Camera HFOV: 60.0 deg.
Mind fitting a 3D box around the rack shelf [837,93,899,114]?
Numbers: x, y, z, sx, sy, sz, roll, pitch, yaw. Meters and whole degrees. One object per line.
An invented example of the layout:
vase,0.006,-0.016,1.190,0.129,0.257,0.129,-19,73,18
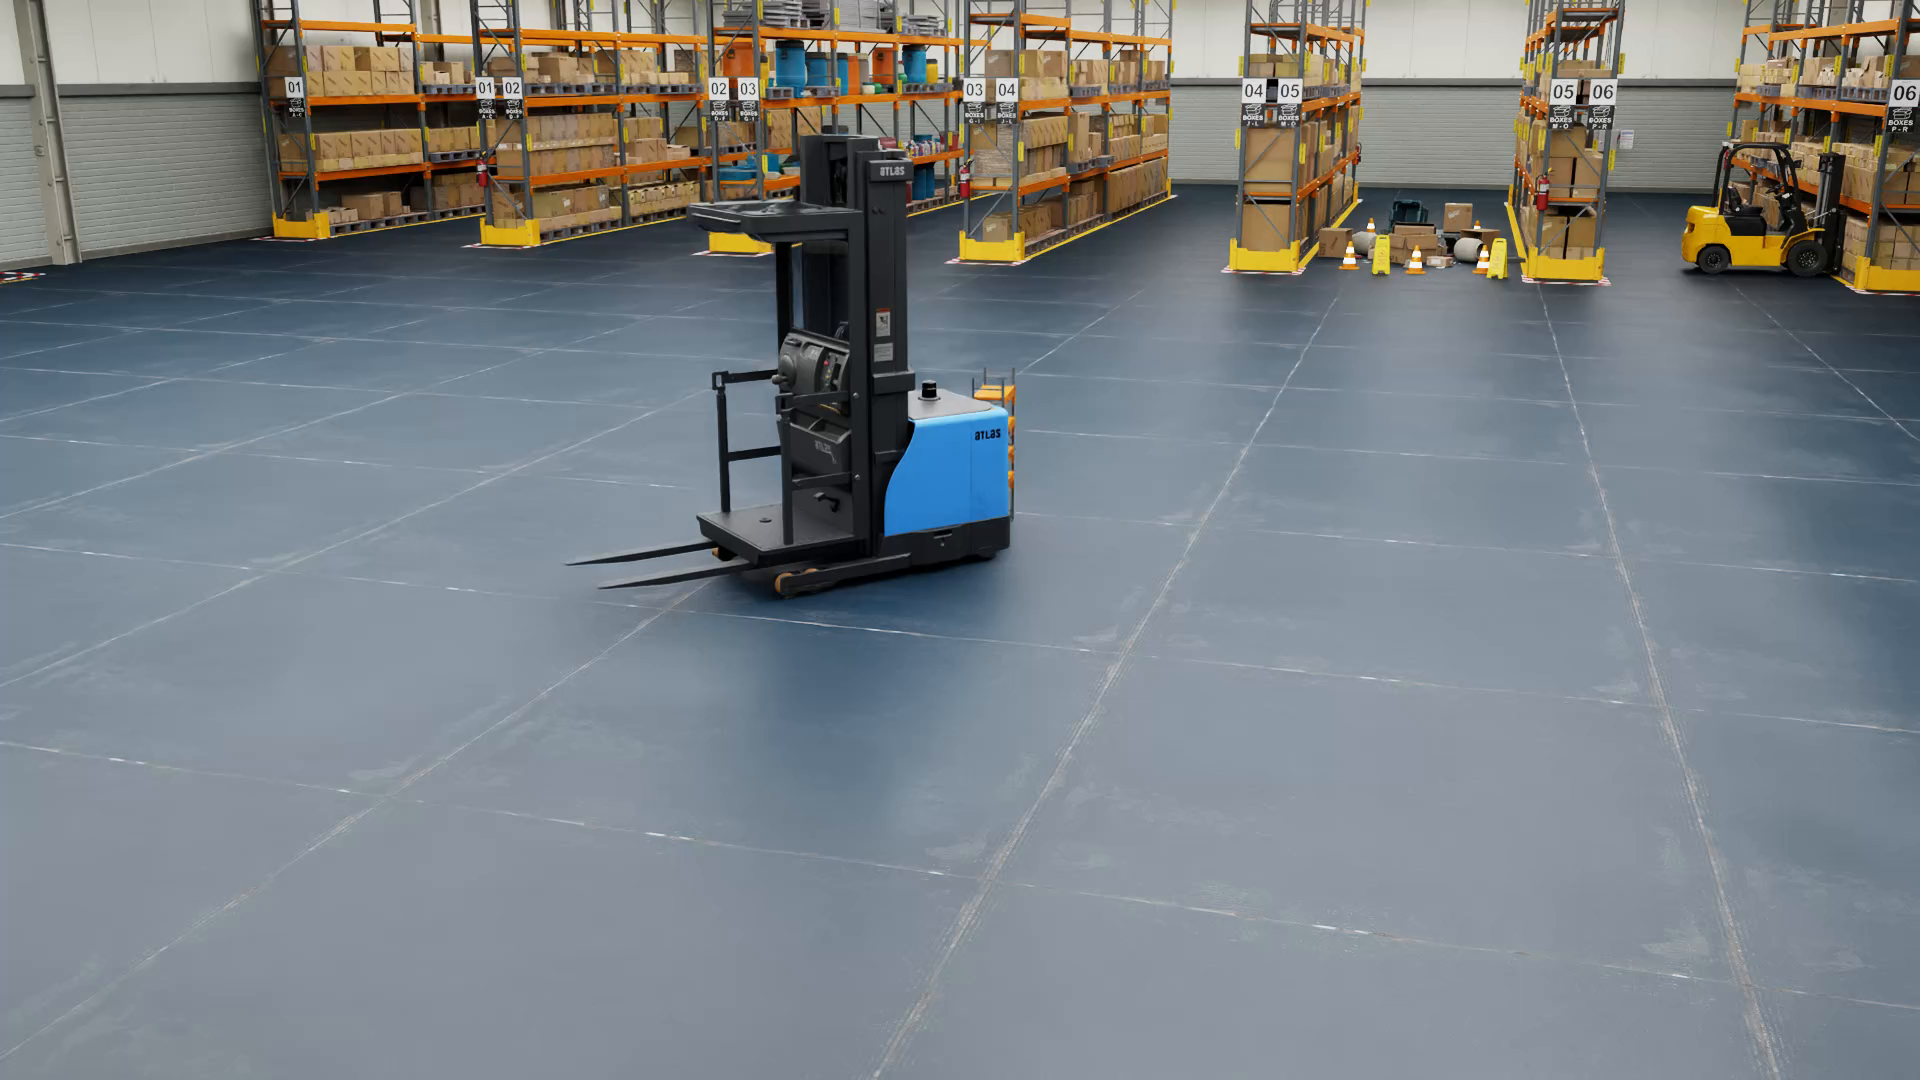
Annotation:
rack shelf,-2.480,-9.624,36.585,1.077,0.370,4.000,5,16,16

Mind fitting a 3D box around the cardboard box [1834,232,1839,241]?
cardboard box,15.089,-5.090,28.131,0.500,0.250,0.500,5,16,16

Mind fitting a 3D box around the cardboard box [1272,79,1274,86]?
cardboard box,5.350,-8.114,29.451,0.380,0.149,0.250,4,16,15

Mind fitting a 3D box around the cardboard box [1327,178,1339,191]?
cardboard box,8.289,-8.038,37.609,0.500,0.250,0.500,5,17,16

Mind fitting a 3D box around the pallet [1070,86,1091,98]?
pallet,1.978,-9.126,33.853,1.213,0.211,1.003,5,16,16

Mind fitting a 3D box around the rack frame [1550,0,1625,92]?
rack frame,10.065,-8.691,26.479,1.000,3.000,0.127,5,16,16

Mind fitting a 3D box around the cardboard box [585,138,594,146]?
cardboard box,-7.959,-8.395,35.059,0.380,0.149,0.250,5,16,16

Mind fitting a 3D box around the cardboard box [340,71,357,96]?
cardboard box,-13.018,-9.568,34.850,0.500,0.500,0.500,5,17,18

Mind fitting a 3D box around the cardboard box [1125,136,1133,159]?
cardboard box,3.814,-9.351,39.618,0.500,0.500,0.500,4,16,15

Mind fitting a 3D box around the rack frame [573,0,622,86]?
rack frame,-7.796,-11.275,35.590,1.000,3.000,0.127,5,16,16

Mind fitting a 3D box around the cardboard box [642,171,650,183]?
cardboard box,-9.382,-10.589,47.977,0.700,0.500,0.500,5,16,16

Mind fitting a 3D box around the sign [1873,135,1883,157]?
sign,14.309,-6.138,25.915,0.100,0.325,0.005,5,16,16

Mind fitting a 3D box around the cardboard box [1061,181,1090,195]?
cardboard box,2.535,-7.719,36.447,0.500,0.250,0.500,7,17,22

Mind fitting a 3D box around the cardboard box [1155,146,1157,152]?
cardboard box,4.891,-10.120,42.971,0.380,0.149,0.250,5,17,17

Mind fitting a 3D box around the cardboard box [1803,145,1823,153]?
cardboard box,16.369,-7.475,31.814,0.380,0.149,0.250,5,17,17

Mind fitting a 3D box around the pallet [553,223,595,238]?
pallet,-8.407,-6.523,34.938,1.003,0.211,1.213,5,16,16

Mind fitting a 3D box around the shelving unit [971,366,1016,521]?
shelving unit,0.250,-0.664,12.471,0.258,1.200,0.503,3,16,10

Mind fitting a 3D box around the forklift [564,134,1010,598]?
forklift,-1.164,-1.191,11.157,3.031,2.935,1.130,-10,19,-31

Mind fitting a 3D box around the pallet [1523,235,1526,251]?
pallet,11.422,-5.714,32.086,1.003,0.211,1.213,5,16,16

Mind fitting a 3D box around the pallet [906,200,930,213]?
pallet,-1.379,-8.237,40.981,1.003,0.211,1.213,5,16,16

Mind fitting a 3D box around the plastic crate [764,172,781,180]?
plastic crate,-3.622,-7.040,32.135,0.298,0.136,0.250,5,16,16

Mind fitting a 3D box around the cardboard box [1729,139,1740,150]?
cardboard box,18.985,-9.580,40.337,0.500,0.250,0.500,5,17,16

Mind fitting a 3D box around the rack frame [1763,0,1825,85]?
rack frame,18.236,-11.447,36.194,1.000,3.000,0.127,5,16,16

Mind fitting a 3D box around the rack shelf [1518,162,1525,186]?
rack shelf,12.907,-8.075,36.620,1.077,0.370,4.000,5,16,16

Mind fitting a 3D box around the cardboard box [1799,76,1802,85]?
cardboard box,16.709,-9.027,32.636,0.380,0.166,0.250,5,16,16

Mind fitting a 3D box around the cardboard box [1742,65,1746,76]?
cardboard box,18.843,-11.133,39.400,0.500,0.250,0.500,5,16,15

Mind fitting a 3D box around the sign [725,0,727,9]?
sign,-6.038,-13.902,42.996,0.100,0.325,0.005,5,16,16

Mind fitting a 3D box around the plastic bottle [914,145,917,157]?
plastic bottle,-1.091,-9.407,40.234,0.097,0.271,0.097,0,16,0

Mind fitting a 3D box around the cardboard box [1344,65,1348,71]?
cardboard box,9.016,-11.162,39.317,0.380,0.149,0.250,4,16,15

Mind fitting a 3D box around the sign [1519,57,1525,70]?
sign,14.082,-11.937,41.674,0.100,0.325,0.005,5,16,16

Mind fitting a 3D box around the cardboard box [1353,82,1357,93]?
cardboard box,9.386,-11.040,40.532,0.500,0.250,0.500,5,17,18

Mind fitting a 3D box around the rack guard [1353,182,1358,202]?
rack guard,9.816,-9.126,43.587,1.175,0.500,0.348,5,16,16

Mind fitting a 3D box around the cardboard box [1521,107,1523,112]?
cardboard box,13.998,-10.557,40.848,0.380,0.149,0.250,4,16,14

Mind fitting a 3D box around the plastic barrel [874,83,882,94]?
plastic barrel,-1.932,-10.350,38.111,0.294,0.245,0.294,0,16,0

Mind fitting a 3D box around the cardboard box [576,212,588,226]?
cardboard box,-8.139,-6.737,34.854,0.500,0.250,0.500,5,16,16

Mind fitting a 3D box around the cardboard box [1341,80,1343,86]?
cardboard box,8.117,-10.007,36.431,0.500,0.500,0.500,5,16,16

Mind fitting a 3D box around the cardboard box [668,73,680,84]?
cardboard box,-6.866,-10.747,38.730,0.500,0.250,0.500,5,17,17

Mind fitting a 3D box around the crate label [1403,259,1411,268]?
crate label,7.954,-4.848,29.170,0.250,0.136,0.298,-4,16,-13

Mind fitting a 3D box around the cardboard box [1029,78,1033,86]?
cardboard box,1.130,-8.392,30.466,0.380,0.149,0.250,5,17,18

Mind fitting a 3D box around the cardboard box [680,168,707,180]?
cardboard box,-6.607,-9.083,41.257,0.500,0.250,0.500,5,17,18

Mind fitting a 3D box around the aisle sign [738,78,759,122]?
aisle sign,-3.924,-8.167,30.860,0.394,0.787,0.004,5,16,16

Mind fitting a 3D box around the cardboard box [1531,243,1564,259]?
cardboard box,10.044,-4.923,28.457,0.500,0.250,0.500,5,16,16

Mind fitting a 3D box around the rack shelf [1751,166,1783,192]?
rack shelf,17.667,-7.691,35.266,1.077,0.370,4.000,5,16,16

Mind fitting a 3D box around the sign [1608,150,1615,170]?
sign,10.586,-6.179,27.032,0.100,0.325,0.005,5,16,16

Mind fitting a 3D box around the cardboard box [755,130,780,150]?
cardboard box,-5.117,-10.642,44.170,0.500,0.500,0.500,5,17,17

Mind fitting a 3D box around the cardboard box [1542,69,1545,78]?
cardboard box,10.570,-8.295,29.578,0.380,0.149,0.250,4,16,15

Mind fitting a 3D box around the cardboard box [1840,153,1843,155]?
cardboard box,15.359,-6.568,28.615,0.380,0.149,0.250,5,17,17

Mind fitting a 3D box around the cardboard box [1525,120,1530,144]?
cardboard box,12.373,-8.717,35.551,0.500,0.500,0.500,5,17,17
